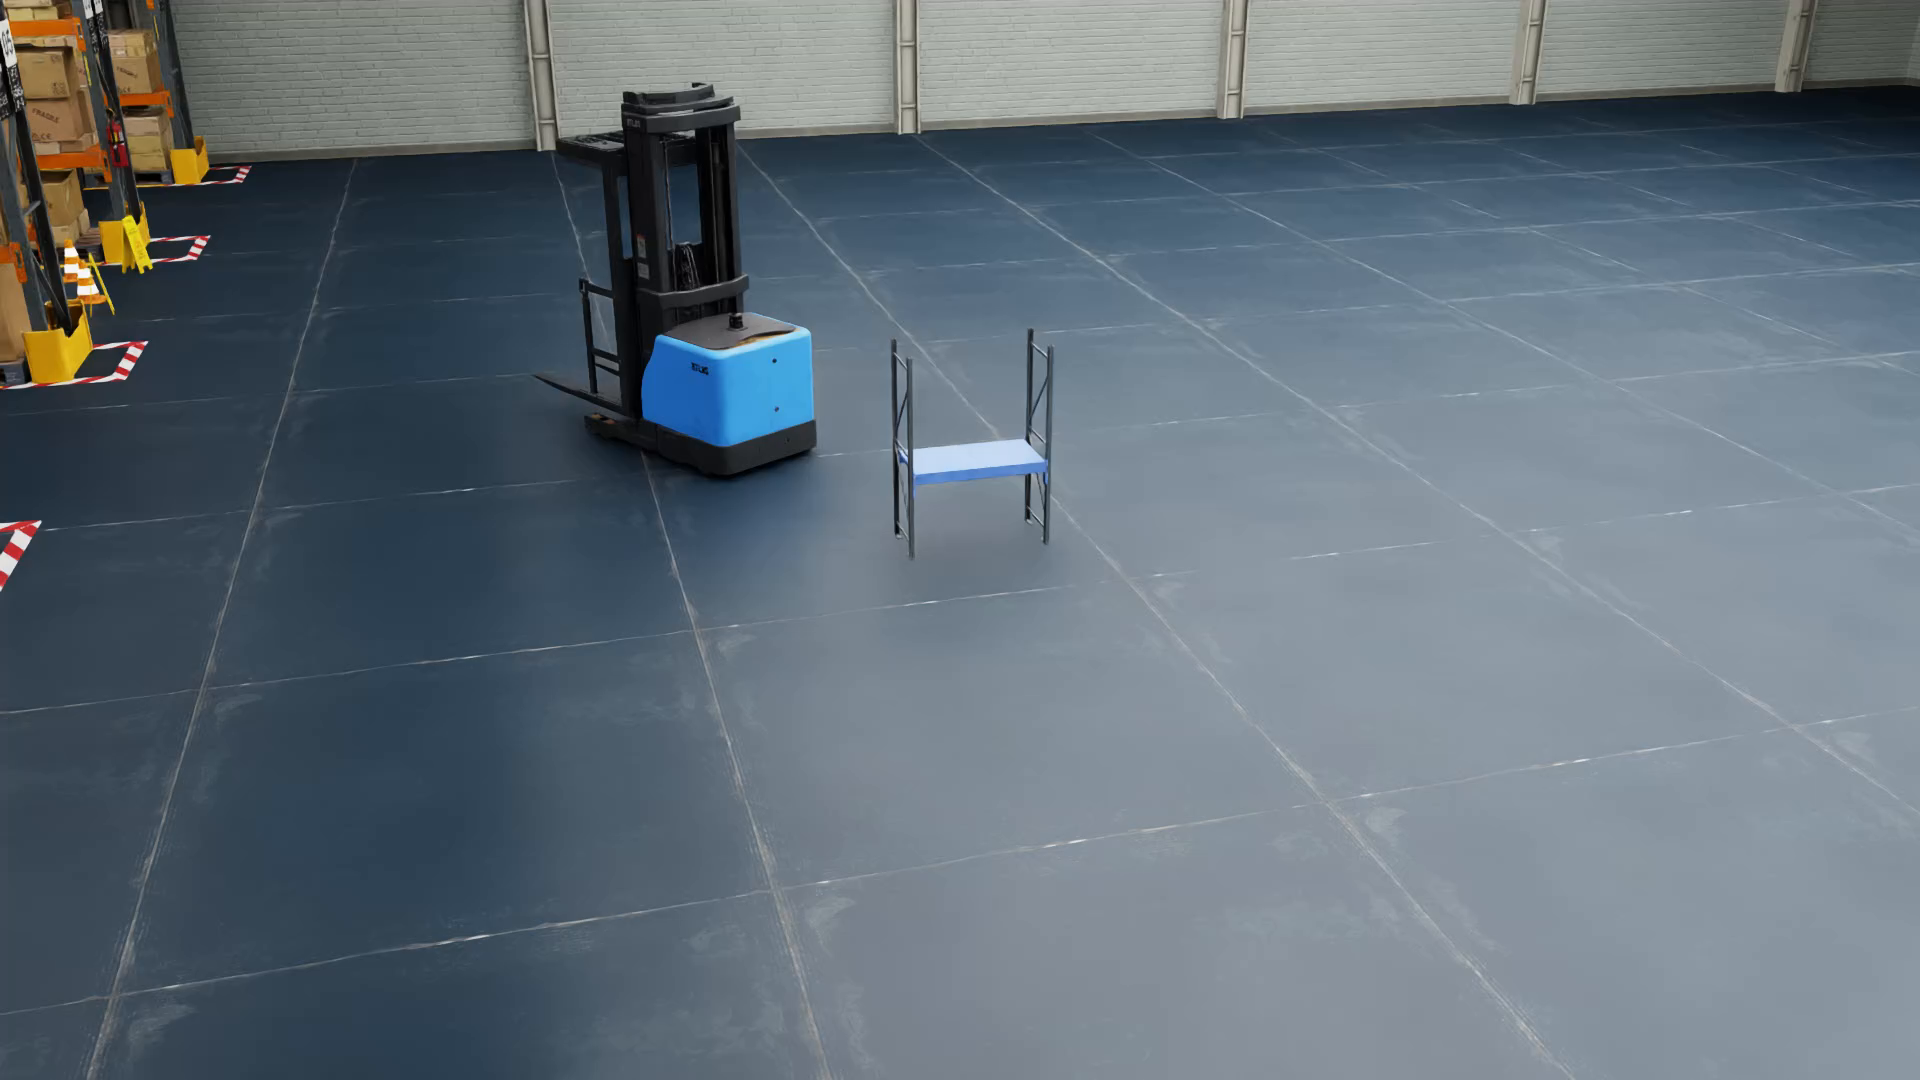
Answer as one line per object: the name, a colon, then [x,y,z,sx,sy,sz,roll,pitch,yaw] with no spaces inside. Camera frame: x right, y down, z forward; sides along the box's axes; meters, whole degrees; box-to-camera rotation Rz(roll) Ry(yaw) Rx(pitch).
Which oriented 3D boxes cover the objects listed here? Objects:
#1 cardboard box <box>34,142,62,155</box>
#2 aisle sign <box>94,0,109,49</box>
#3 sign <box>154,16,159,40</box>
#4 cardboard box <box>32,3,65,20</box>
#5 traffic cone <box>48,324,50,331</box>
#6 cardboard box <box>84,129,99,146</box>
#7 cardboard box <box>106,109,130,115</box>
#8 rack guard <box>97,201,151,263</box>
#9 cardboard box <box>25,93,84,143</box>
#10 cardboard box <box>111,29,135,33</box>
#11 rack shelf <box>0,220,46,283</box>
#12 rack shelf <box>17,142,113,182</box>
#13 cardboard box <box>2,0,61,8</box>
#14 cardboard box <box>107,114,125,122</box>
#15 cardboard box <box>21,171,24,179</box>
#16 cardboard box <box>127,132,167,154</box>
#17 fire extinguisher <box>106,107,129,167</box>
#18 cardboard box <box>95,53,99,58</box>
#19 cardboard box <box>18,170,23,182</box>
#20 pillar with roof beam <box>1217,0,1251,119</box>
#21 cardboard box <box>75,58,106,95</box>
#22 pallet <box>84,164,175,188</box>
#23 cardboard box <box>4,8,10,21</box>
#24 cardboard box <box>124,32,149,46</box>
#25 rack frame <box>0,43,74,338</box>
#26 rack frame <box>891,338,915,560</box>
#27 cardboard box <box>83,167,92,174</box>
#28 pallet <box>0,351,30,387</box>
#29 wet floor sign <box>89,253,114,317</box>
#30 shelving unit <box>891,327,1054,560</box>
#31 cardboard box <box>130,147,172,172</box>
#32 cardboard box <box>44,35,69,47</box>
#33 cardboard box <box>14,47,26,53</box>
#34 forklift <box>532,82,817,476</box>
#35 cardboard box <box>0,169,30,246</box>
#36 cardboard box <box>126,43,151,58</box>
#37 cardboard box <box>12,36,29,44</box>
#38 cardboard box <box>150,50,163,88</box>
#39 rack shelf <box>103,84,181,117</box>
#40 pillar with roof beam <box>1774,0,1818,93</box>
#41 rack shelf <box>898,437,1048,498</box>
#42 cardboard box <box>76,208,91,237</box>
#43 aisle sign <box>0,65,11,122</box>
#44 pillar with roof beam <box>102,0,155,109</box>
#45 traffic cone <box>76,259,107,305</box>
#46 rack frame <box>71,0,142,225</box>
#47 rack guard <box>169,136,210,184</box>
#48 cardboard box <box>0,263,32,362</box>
cardboard box: [-10.715,-4.643,19.586,0.250,0.149,0.380,-7,24,-15]
aisle sign: [-10.223,-6.268,19.757,0.004,0.787,0.394,-6,24,-14]
sign: [-11.410,-7.267,23.613,0.005,0.325,0.100,-6,24,-14]
cardboard box: [-10.467,-6.068,19.102,0.250,0.149,0.380,-6,24,-14]
traffic cone: [-9.659,-2.397,17.250,0.334,0.463,0.336,-6,24,-14]
cardboard box: [-10.582,-4.876,20.128,0.250,0.149,0.380,-6,24,-14]
cardboard box: [-12.537,-6.188,24.554,0.500,0.250,0.500,-6,24,-14]
rack guard: [-10.272,-3.792,20.454,0.348,0.500,1.175,-6,24,-14]
cardboard box: [-10.647,-4.969,19.523,0.500,0.500,0.500,-7,24,-15]
cardboard box: [-12.197,-7.355,24.260,0.250,0.149,0.380,-5,24,-13]
rack shelf: [-10.690,-2.537,15.271,4.000,0.370,1.077,-6,24,-14]
rack shelf: [-12.125,-4.405,19.625,4.000,0.370,1.077,-6,24,-14]
cardboard box: [-10.619,-6.239,18.994,0.500,0.250,0.500,-7,24,-15]
cardboard box: [-12.392,-5.998,24.111,0.500,0.250,0.500,-6,24,-13]
cardboard box: [-11.575,-4.182,20.196,0.500,0.500,0.500,-7,24,-16]
cardboard box: [-11.928,-5.822,24.334,0.500,0.250,0.500,-7,24,-15]
fire extinguisher: [-9.964,-4.751,19.616,0.183,0.674,0.296,-6,24,-14]
cardboard box: [-12.306,-6.991,23.790,0.250,0.149,0.380,-6,24,-13]
cardboard box: [-11.235,-4.272,19.584,0.250,0.149,0.380,-6,24,-13]
pillar with roof beam: [6.037,-10.141,24.472,0.400,9.000,9.100,-6,24,-14]
cardboard box: [-12.448,-6.675,23.876,0.500,0.500,0.500,-6,24,-13]
pallet: [-12.268,-5.454,24.694,1.213,0.211,1.003,-6,24,-14]
cardboard box: [-10.963,-6.014,18.975,0.250,0.149,0.380,-6,24,-13]
cardboard box: [-11.831,-7.196,23.889,0.250,0.149,0.380,-6,24,-14]
rack frame: [-8.764,-3.081,15.625,0.127,3.000,1.000,-6,24,-14]
rack frame: [-0.407,-0.644,11.849,0.032,1.500,0.500,-6,24,-14]
cardboard box: [-12.876,-5.493,24.203,0.500,0.250,0.500,-6,24,-14]
pallet: [-9.513,-1.684,15.907,1.213,0.211,1.003,-6,24,-14]
wet floor sign: [-9.271,-2.753,17.849,0.232,0.644,0.267,-11,25,-23]
shelving unit: [0.082,-0.698,11.975,1.048,1.500,0.538,-6,24,-14]
cardboard box: [-11.910,-5.593,24.434,0.500,0.250,0.500,-6,24,-14]
cardboard box: [-12.786,-7.051,23.553,0.250,0.149,0.380,-6,24,-13]
cardboard box: [-11.121,-5.403,19.266,0.500,0.500,0.700,-6,24,-14]
forklift: [-2.605,-2.344,13.996,3.031,2.935,1.130,21,31,40]
cardboard box: [-9.110,-3.093,15.464,0.550,0.550,0.875,-6,24,-14]
cardboard box: [-11.801,-7.034,23.889,0.250,0.149,0.380,-6,24,-14]
cardboard box: [-13.307,-7.030,23.503,0.250,0.149,0.380,-6,24,-14]
cardboard box: [-12.095,-6.932,24.474,0.500,0.500,0.500,-6,24,-13]
rack shelf: [-13.469,-6.290,24.016,4.000,0.370,1.077,-6,24,-14]
pillar with roof beam: [17.591,-11.419,27.451,0.400,9.000,9.100,-6,24,-14]
rack shelf: [0.082,-0.533,12.046,1.000,0.185,0.538,-6,24,-14]
cardboard box: [-11.050,-3.898,20.484,0.500,0.250,0.500,-7,24,-15]
aisle sign: [-8.615,-4.169,14.865,0.004,0.787,0.394,-6,24,-14]
pillar with roof beam: [-11.294,-8.224,20.004,0.400,9.000,9.100,-6,24,-14]
traffic cone: [-9.637,-2.863,18.334,0.334,0.463,0.336,-6,24,-14]
rack frame: [-10.199,-4.949,19.980,0.127,3.000,1.000,-6,24,-14]
rack guard: [-11.520,-5.687,24.870,0.348,0.500,1.175,-6,24,-14]
cardboard box: [-9.400,-2.200,15.735,0.875,0.875,0.875,-6,24,-14]
